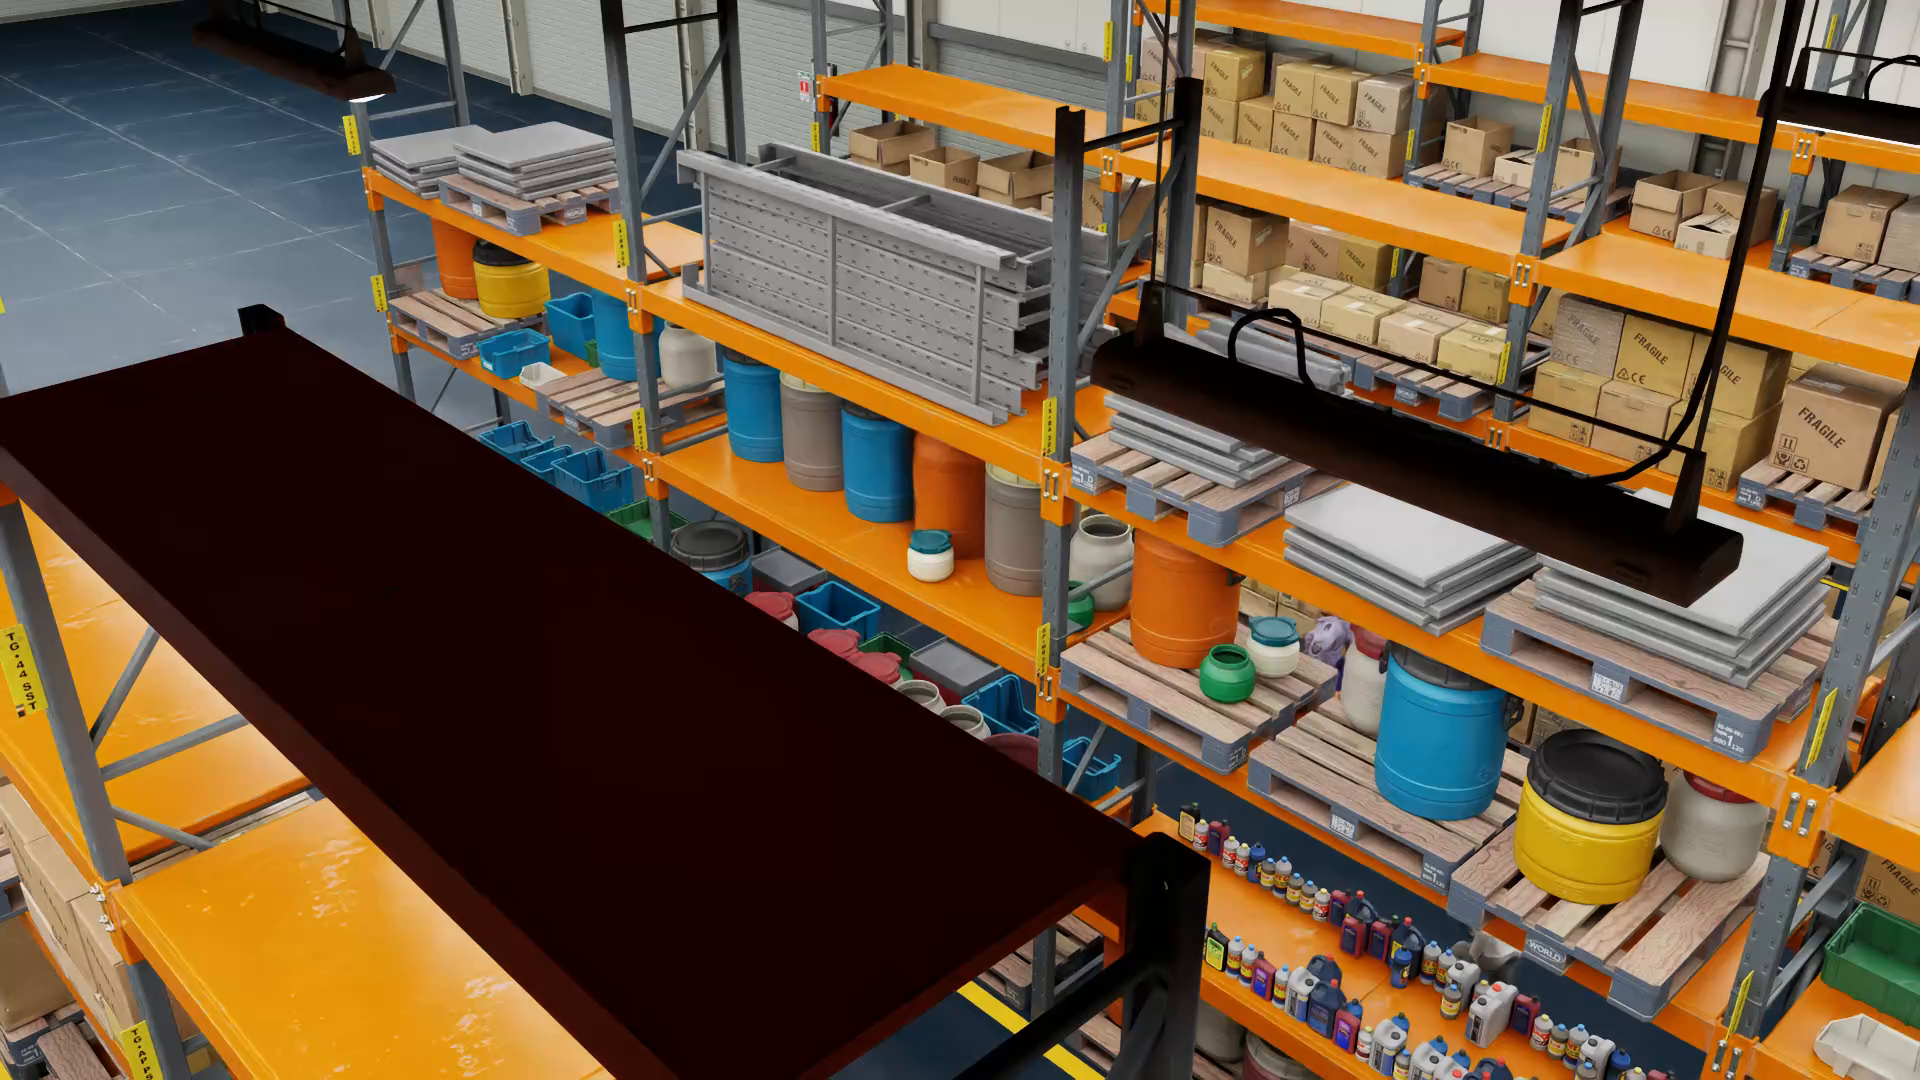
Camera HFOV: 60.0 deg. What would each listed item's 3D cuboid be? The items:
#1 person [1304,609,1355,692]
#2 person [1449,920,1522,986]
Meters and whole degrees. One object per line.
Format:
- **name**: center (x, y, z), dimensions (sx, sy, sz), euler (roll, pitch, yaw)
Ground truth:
- **person**: center (2.813, 1.009, 12.911), dimensions (1.069, 1.433, 0.551), euler (20, 34, 32)
- **person**: center (3.344, 2.545, 10.426), dimensions (0.620, 1.604, 0.706), euler (-17, 32, -28)
